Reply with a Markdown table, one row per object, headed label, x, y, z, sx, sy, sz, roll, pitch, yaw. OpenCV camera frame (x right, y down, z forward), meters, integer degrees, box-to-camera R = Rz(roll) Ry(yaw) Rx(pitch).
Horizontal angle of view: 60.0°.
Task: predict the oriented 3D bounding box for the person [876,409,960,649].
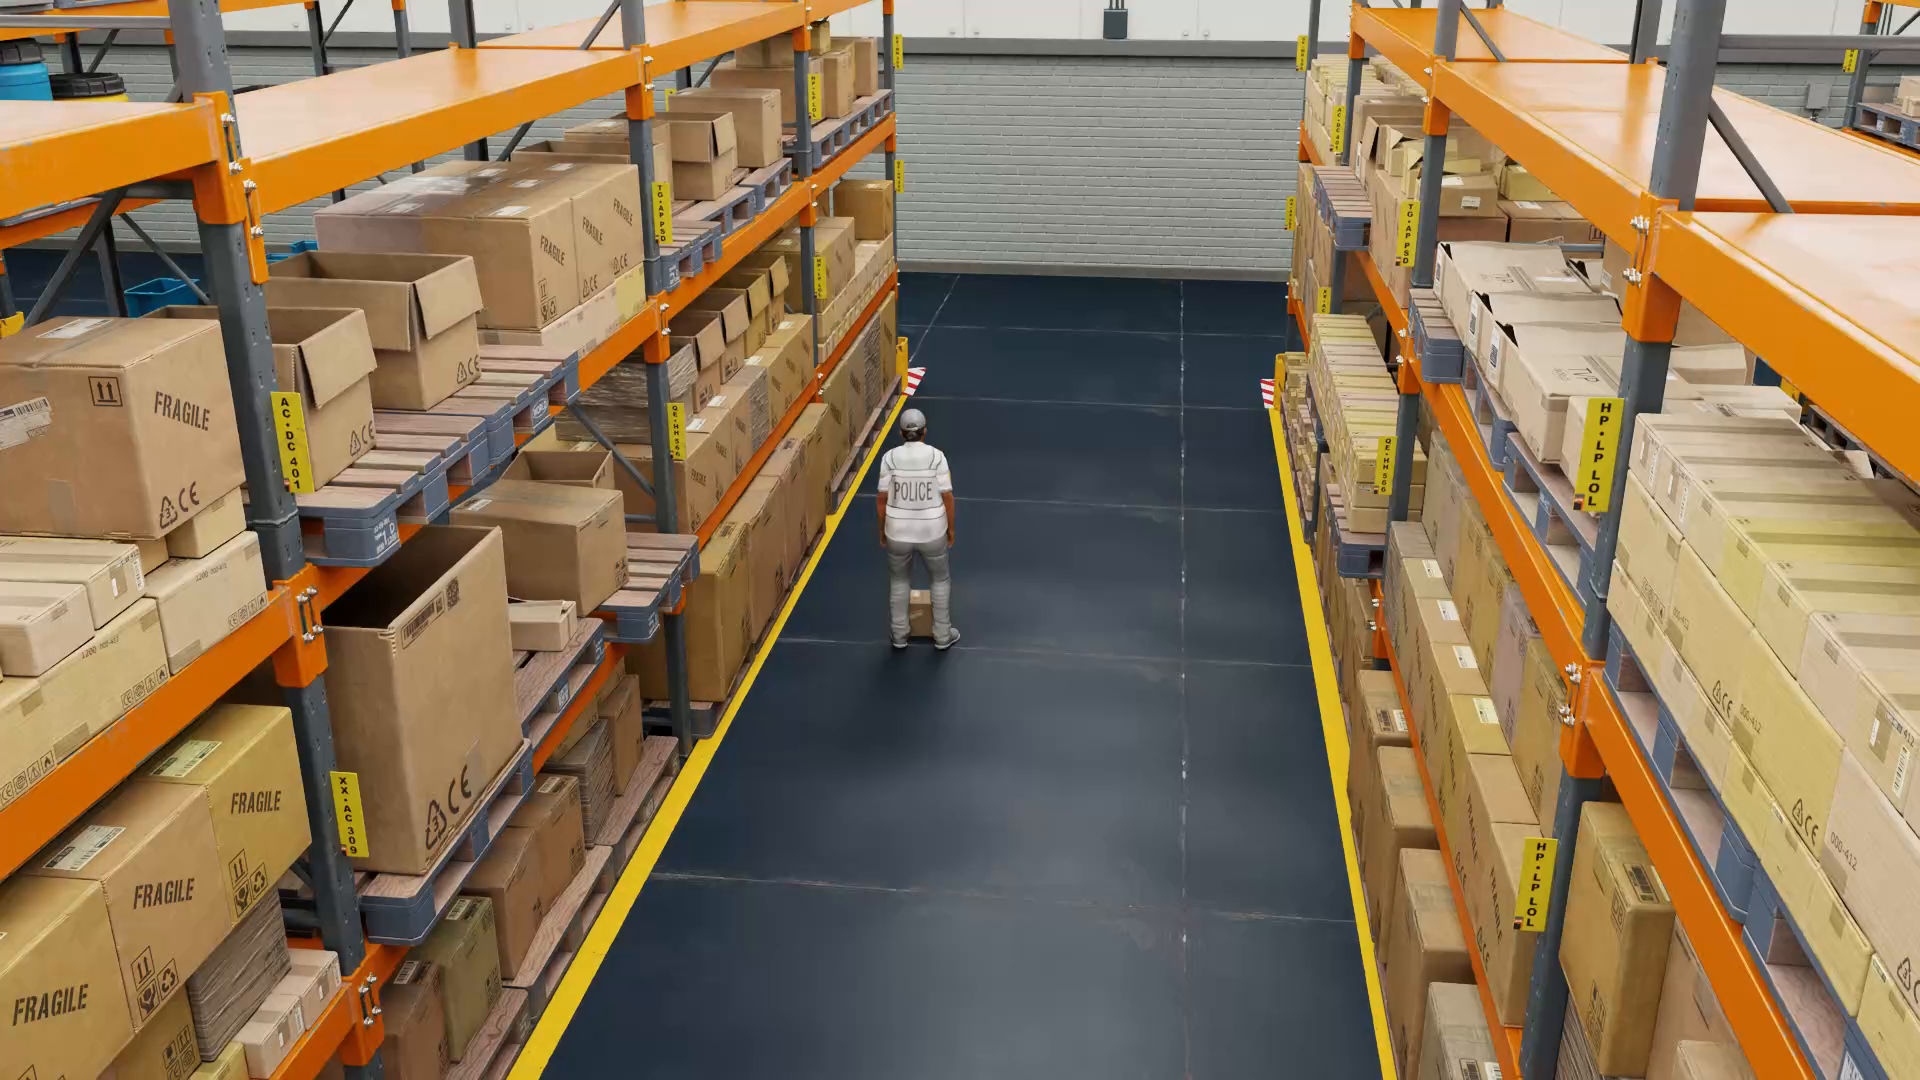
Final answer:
| label | x | y | z | sx | sy | sz | roll | pitch | yaw |
| --- | --- | --- | --- | --- | --- | --- | --- | --- | --- |
| person | -0.281 | -0.066 | 11.245 | 0.552 | 1.664 | 0.469 | 1 | 21 | 4 |
